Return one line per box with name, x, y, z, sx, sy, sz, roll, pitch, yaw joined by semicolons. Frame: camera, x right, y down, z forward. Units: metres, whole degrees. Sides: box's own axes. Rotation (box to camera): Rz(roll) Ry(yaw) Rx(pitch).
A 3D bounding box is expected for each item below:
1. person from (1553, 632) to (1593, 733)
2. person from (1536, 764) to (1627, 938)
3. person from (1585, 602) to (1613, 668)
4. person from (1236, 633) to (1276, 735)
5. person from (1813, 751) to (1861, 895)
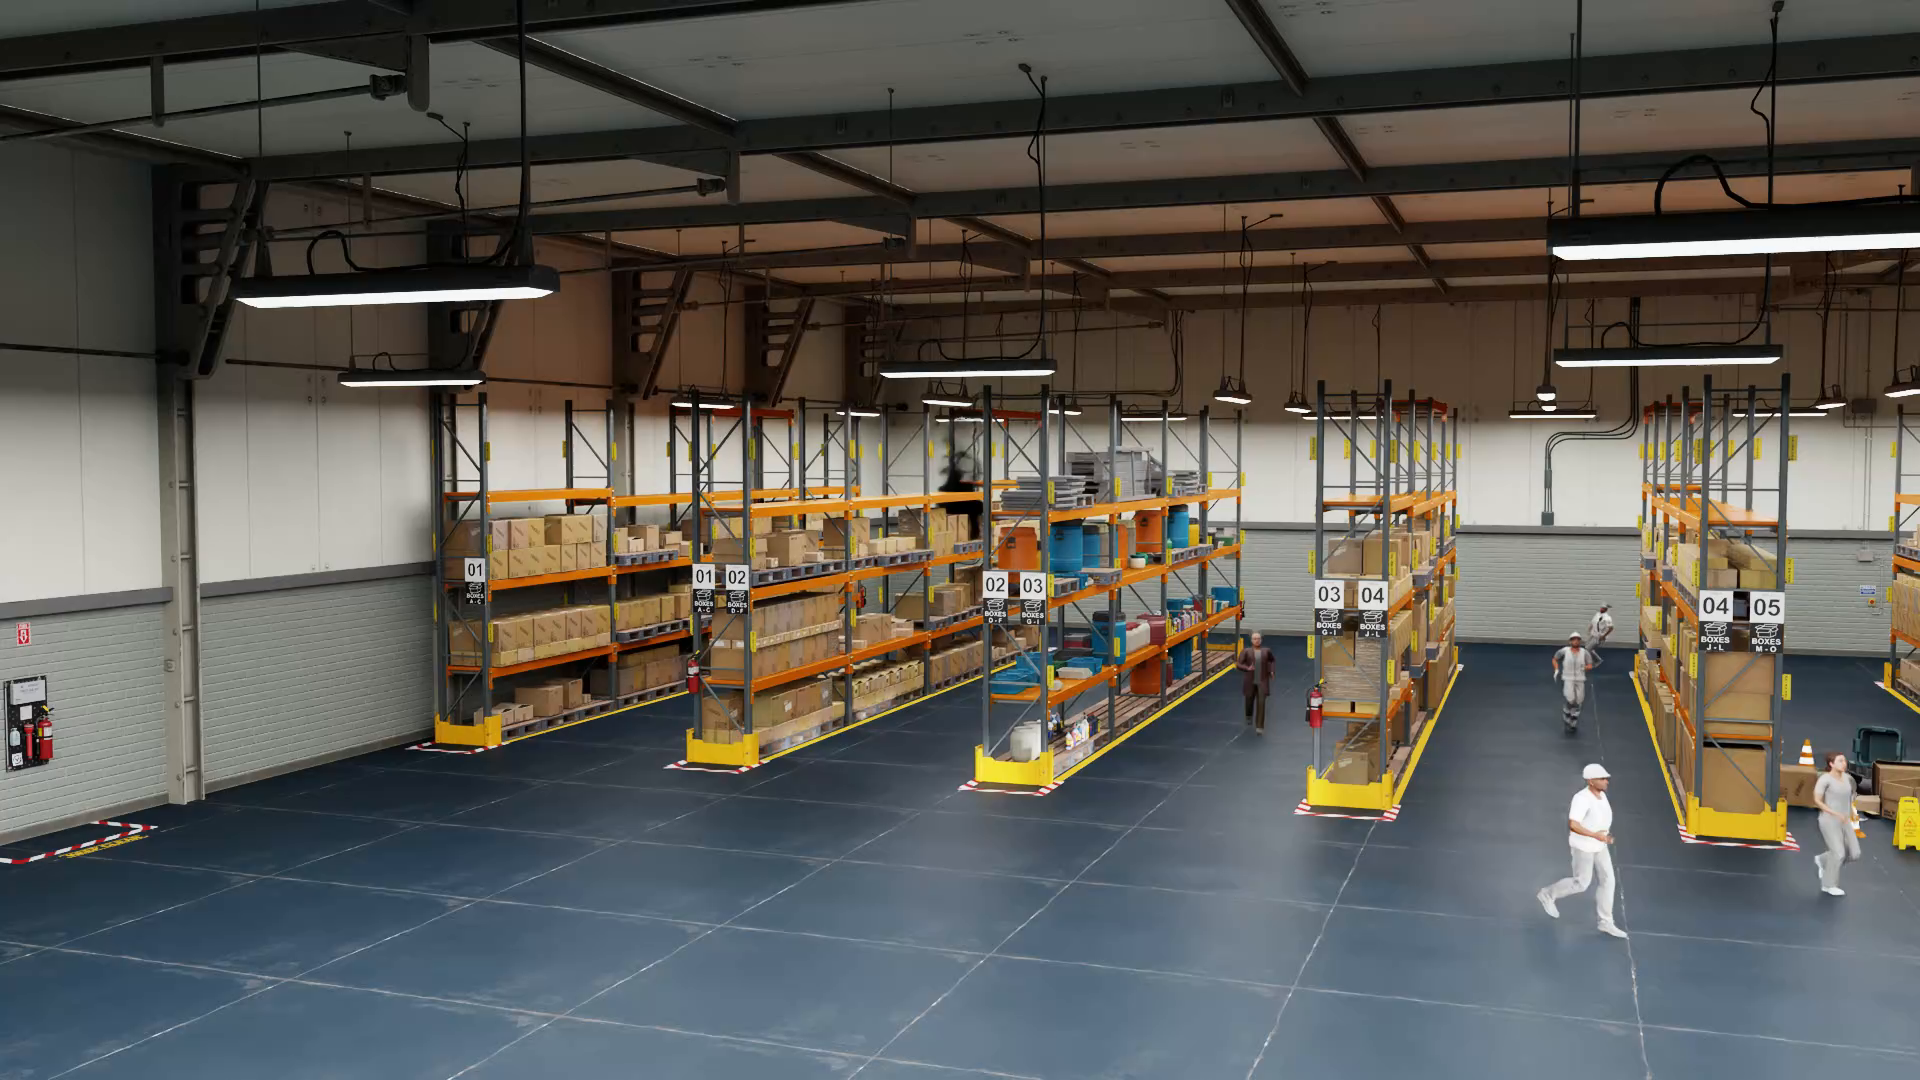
person;10.917;2.532;29.576;0.641;1.785;0.701;0;3;8
person;6.509;3.199;17.361;0.681;1.761;0.934;-3;4;-41
person;14.541;2.189;38.052;0.544;1.601;0.681;0;3;-1
person;5.276;2.535;29.601;0.716;1.755;1.011;0;3;6
person;9.889;3.184;18.801;0.605;1.626;0.595;-1;3;-20
